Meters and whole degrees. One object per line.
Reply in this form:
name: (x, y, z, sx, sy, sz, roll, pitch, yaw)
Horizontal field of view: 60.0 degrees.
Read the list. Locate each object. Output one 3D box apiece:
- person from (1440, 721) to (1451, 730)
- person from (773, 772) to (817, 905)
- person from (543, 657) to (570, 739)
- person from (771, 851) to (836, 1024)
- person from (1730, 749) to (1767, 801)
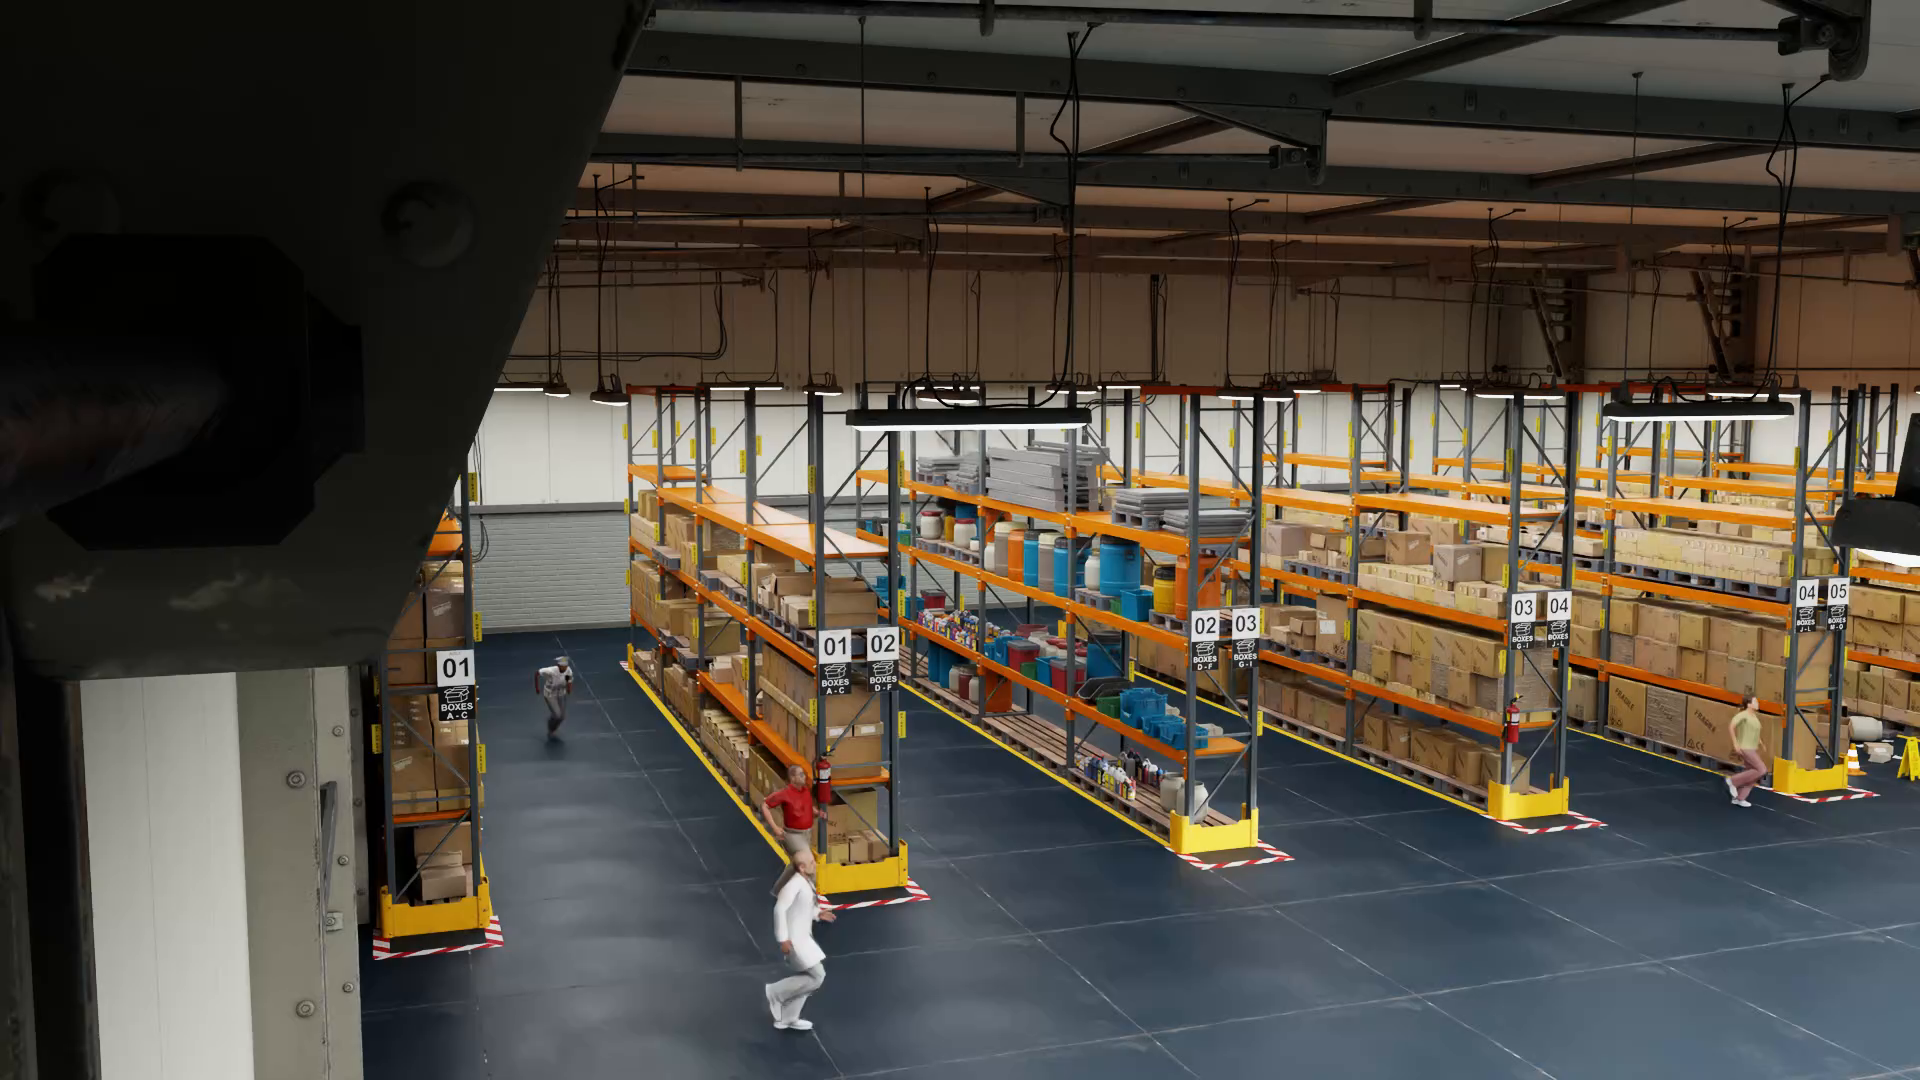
person: (8.736, 2.620, 29.011, 0.597, 1.468, 0.787, -3, 7, -29)
person: (-1.905, 3.444, 19.341, 0.672, 1.512, 0.411, 3, 7, 25)
person: (-6.848, 2.681, 28.210, 0.384, 1.492, 0.802, -5, 7, -38)
person: (-1.495, 3.801, 15.916, 0.613, 1.662, 0.702, 0, 6, 0)
person: (11.469, 3.353, 24.120, 0.392, 0.890, 0.466, -6, 8, -44)
